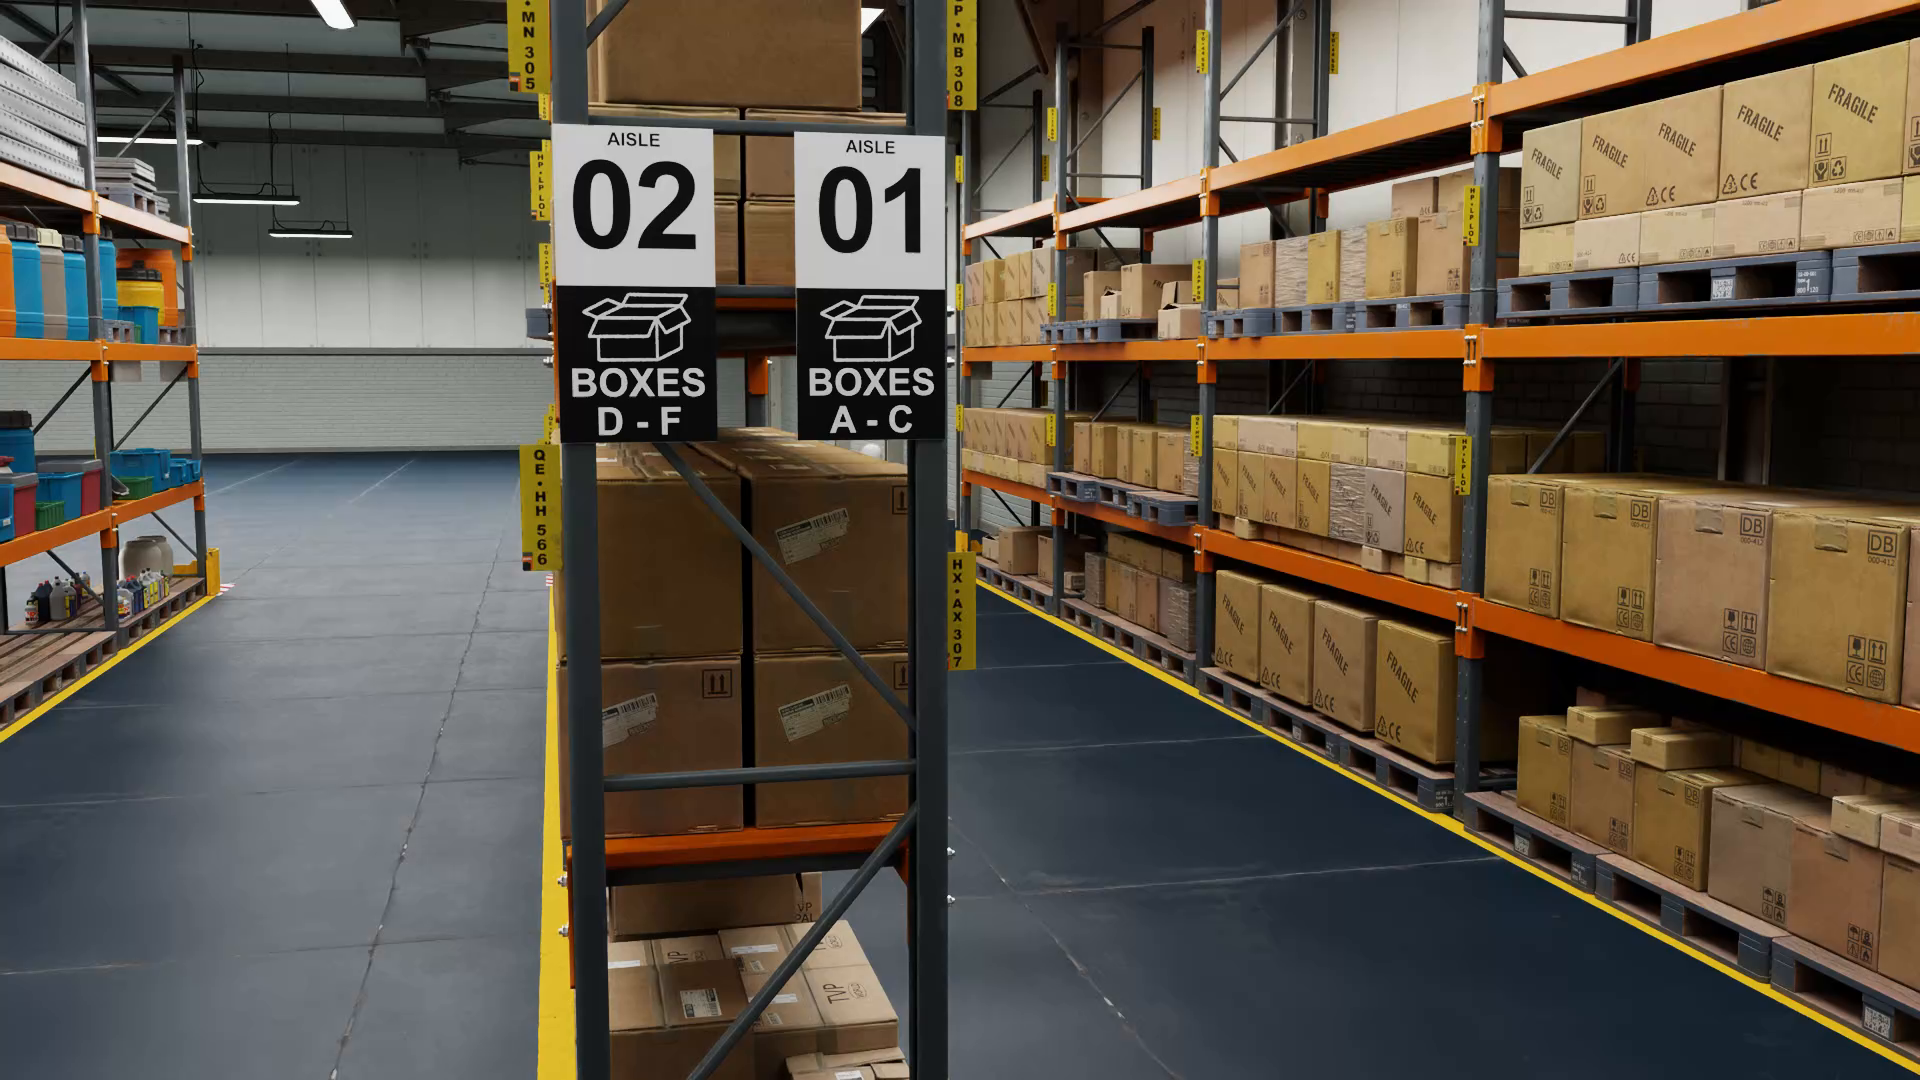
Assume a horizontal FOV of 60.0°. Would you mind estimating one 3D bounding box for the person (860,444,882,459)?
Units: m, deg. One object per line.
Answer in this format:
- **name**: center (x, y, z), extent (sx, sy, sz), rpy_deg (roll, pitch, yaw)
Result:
- **person**: center (-0.945, -0.092, 17.149), extent (0.600, 1.794, 0.589), rpy_deg (-1, 6, -9)
